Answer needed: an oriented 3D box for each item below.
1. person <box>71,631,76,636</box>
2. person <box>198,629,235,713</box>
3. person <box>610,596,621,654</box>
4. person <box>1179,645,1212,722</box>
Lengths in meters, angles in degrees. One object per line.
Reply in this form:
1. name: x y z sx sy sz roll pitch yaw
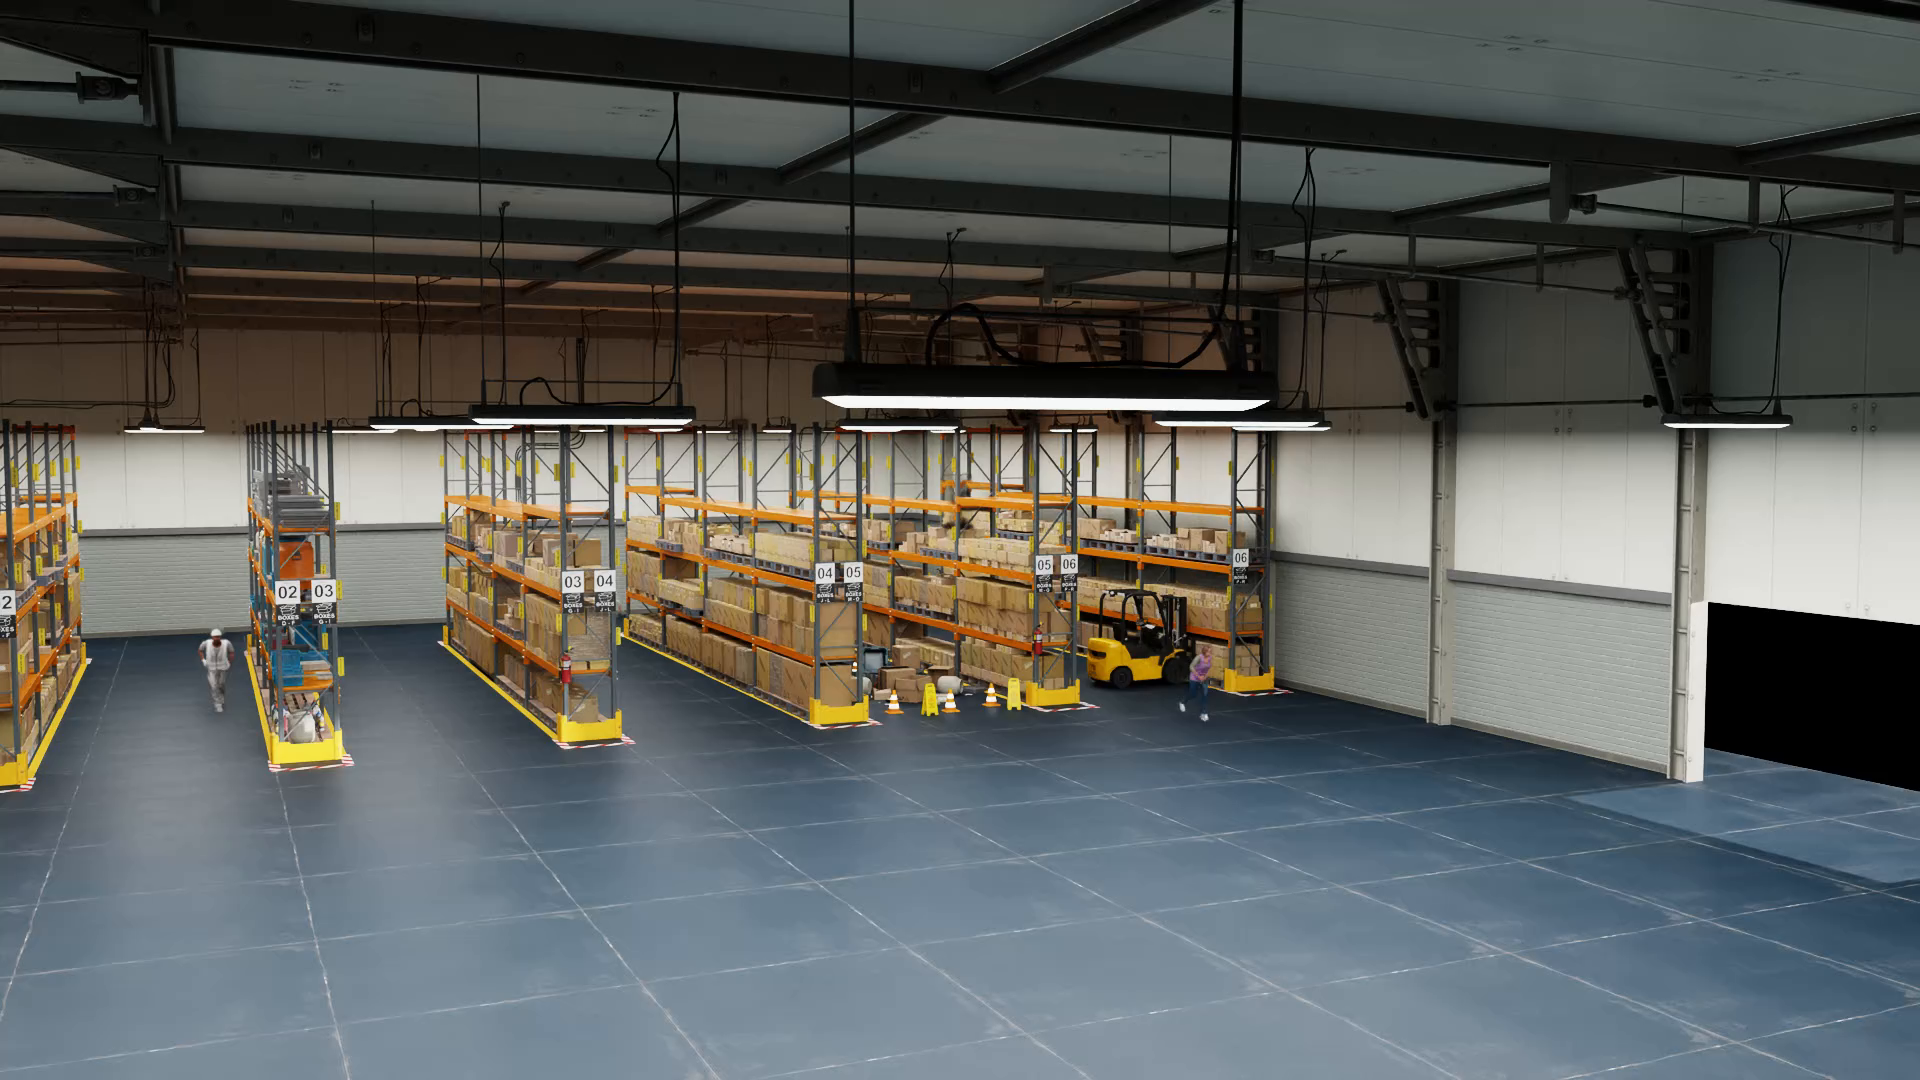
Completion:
1. person: -23.068 2.259 42.764 0.512 1.588 0.582 0 4 -7
2. person: -15.519 2.688 34.731 0.691 1.716 1.043 -1 4 -20
3. person: -9.339 2.092 44.141 0.725 1.756 0.990 -1 4 -22
4. person: 4.776 2.870 33.748 0.570 1.547 0.915 -3 4 -37
